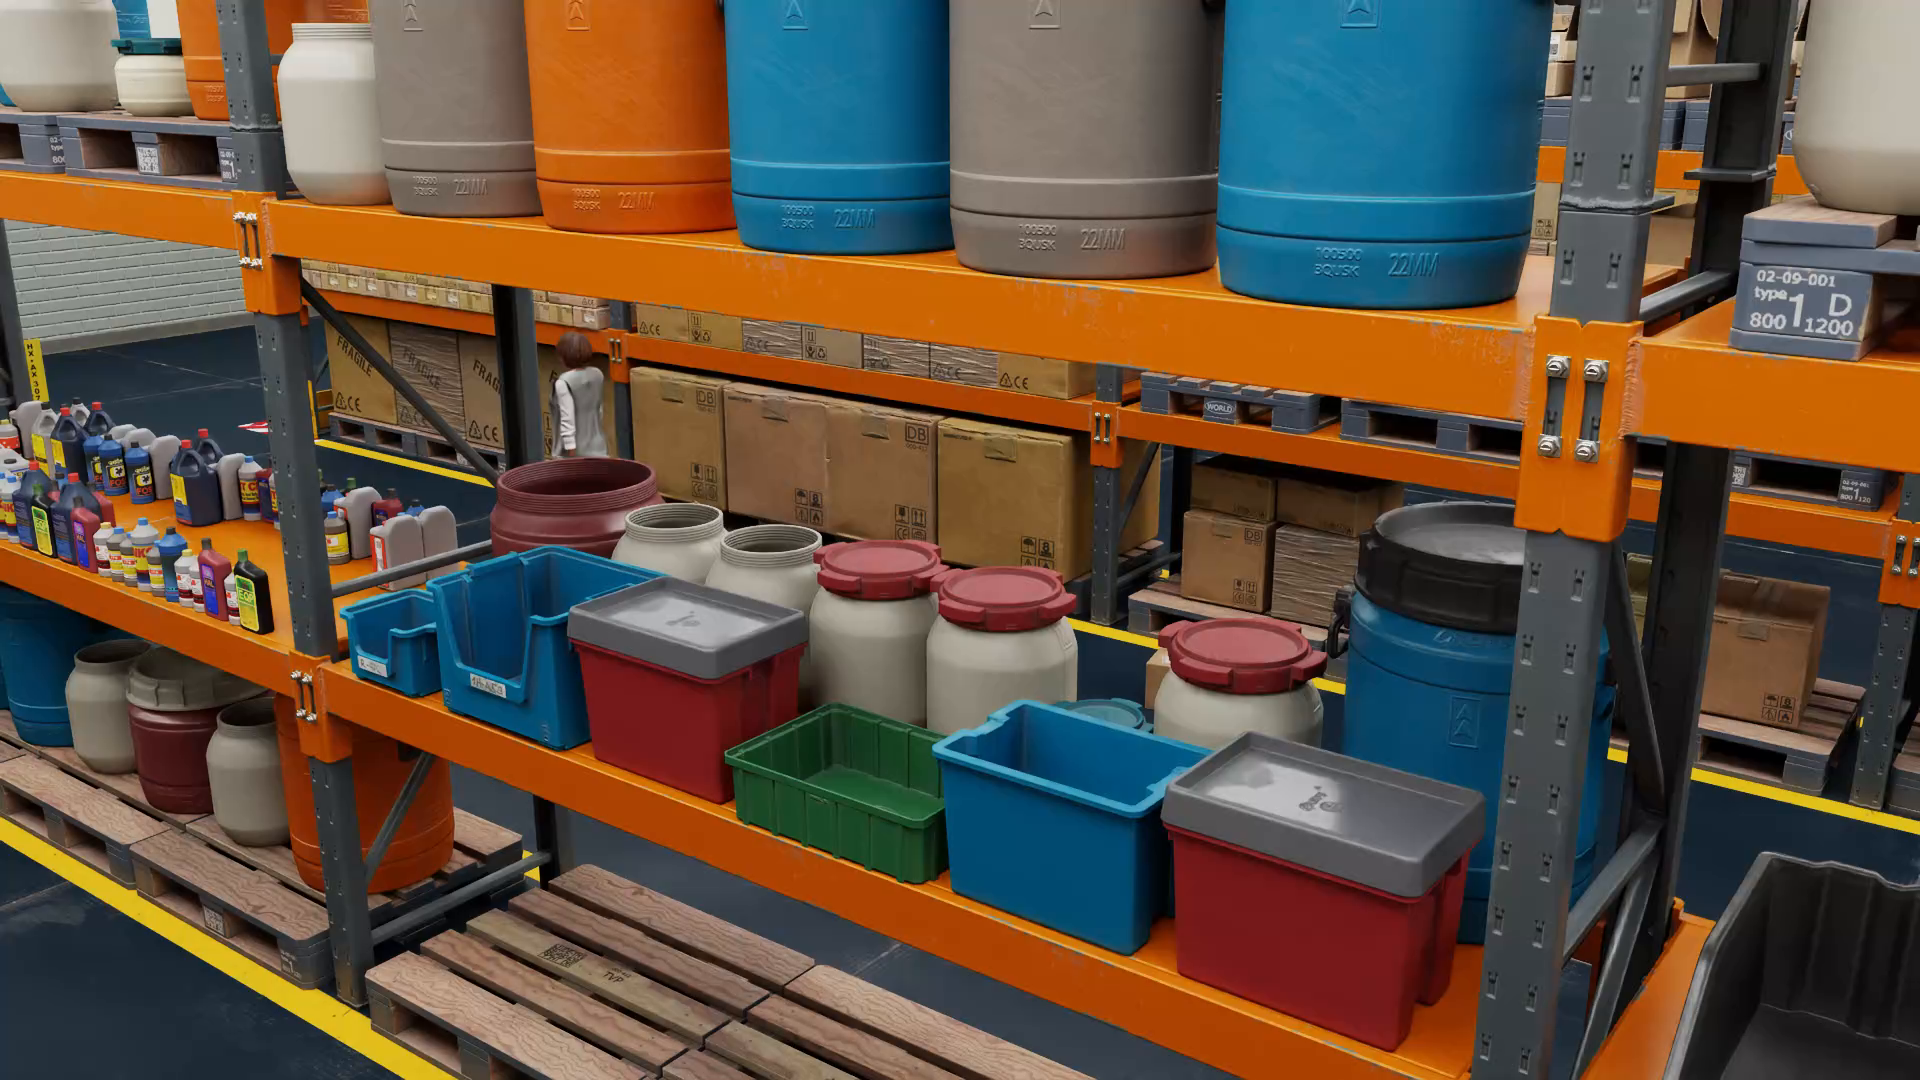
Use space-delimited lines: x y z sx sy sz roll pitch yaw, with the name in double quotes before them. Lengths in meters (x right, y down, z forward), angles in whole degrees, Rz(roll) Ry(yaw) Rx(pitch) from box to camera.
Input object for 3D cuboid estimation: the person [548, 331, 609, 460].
"person" -2.354 -0.535 10.302 0.951 1.543 0.419 13 21 36
